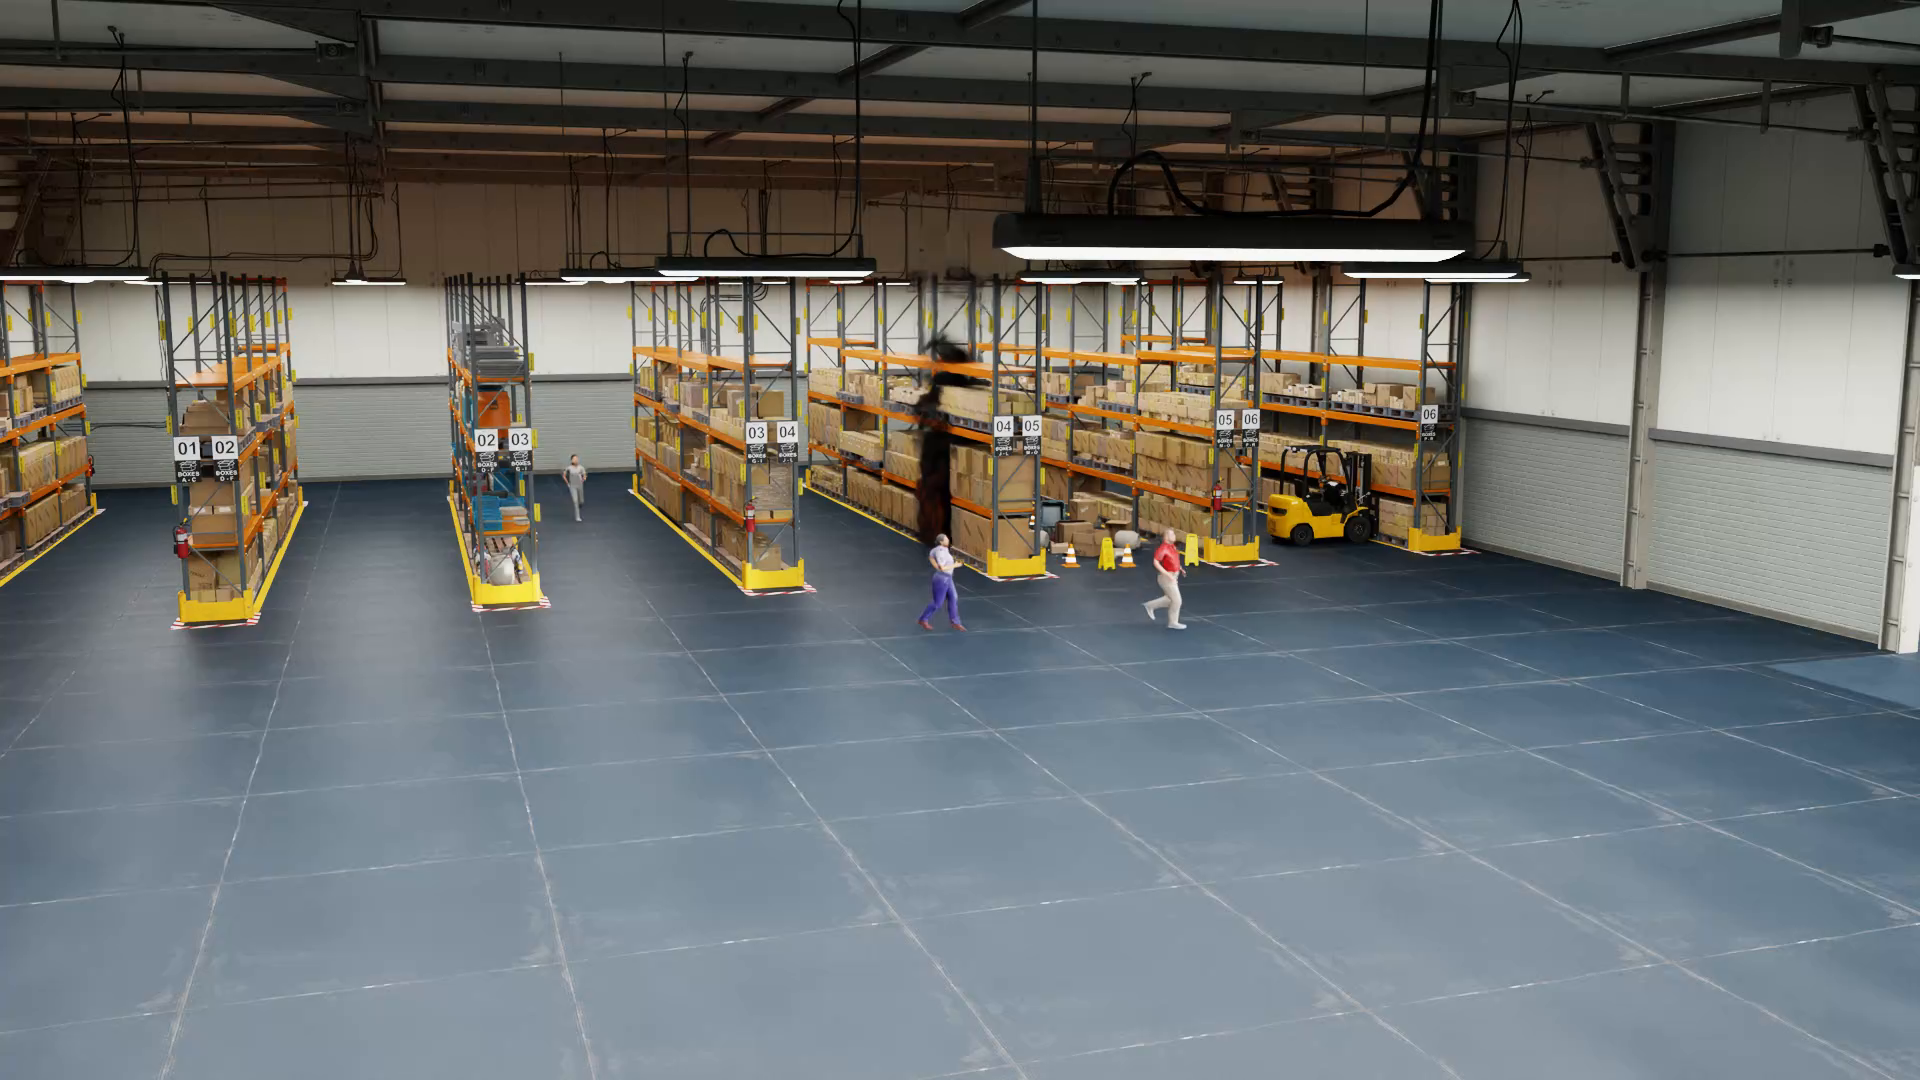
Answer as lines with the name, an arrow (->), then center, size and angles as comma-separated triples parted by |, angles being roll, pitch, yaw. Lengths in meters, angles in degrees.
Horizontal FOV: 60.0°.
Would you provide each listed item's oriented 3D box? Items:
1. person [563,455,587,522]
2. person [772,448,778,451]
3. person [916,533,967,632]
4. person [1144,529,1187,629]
person -> -9.547, -1.302, 41.263 | 0.573, 1.632, 0.779 | -4, 9, -25
person -> -5.015, -2.062, 46.109 | 0.670, 1.724, 0.904 | -2, 9, -13
person -> -0.311, 0.722, 27.807 | 0.838, 1.687, 0.598 | 1, 9, 6
person -> 3.476, 0.647, 28.178 | 0.792, 1.683, 0.699 | 4, 9, 24
